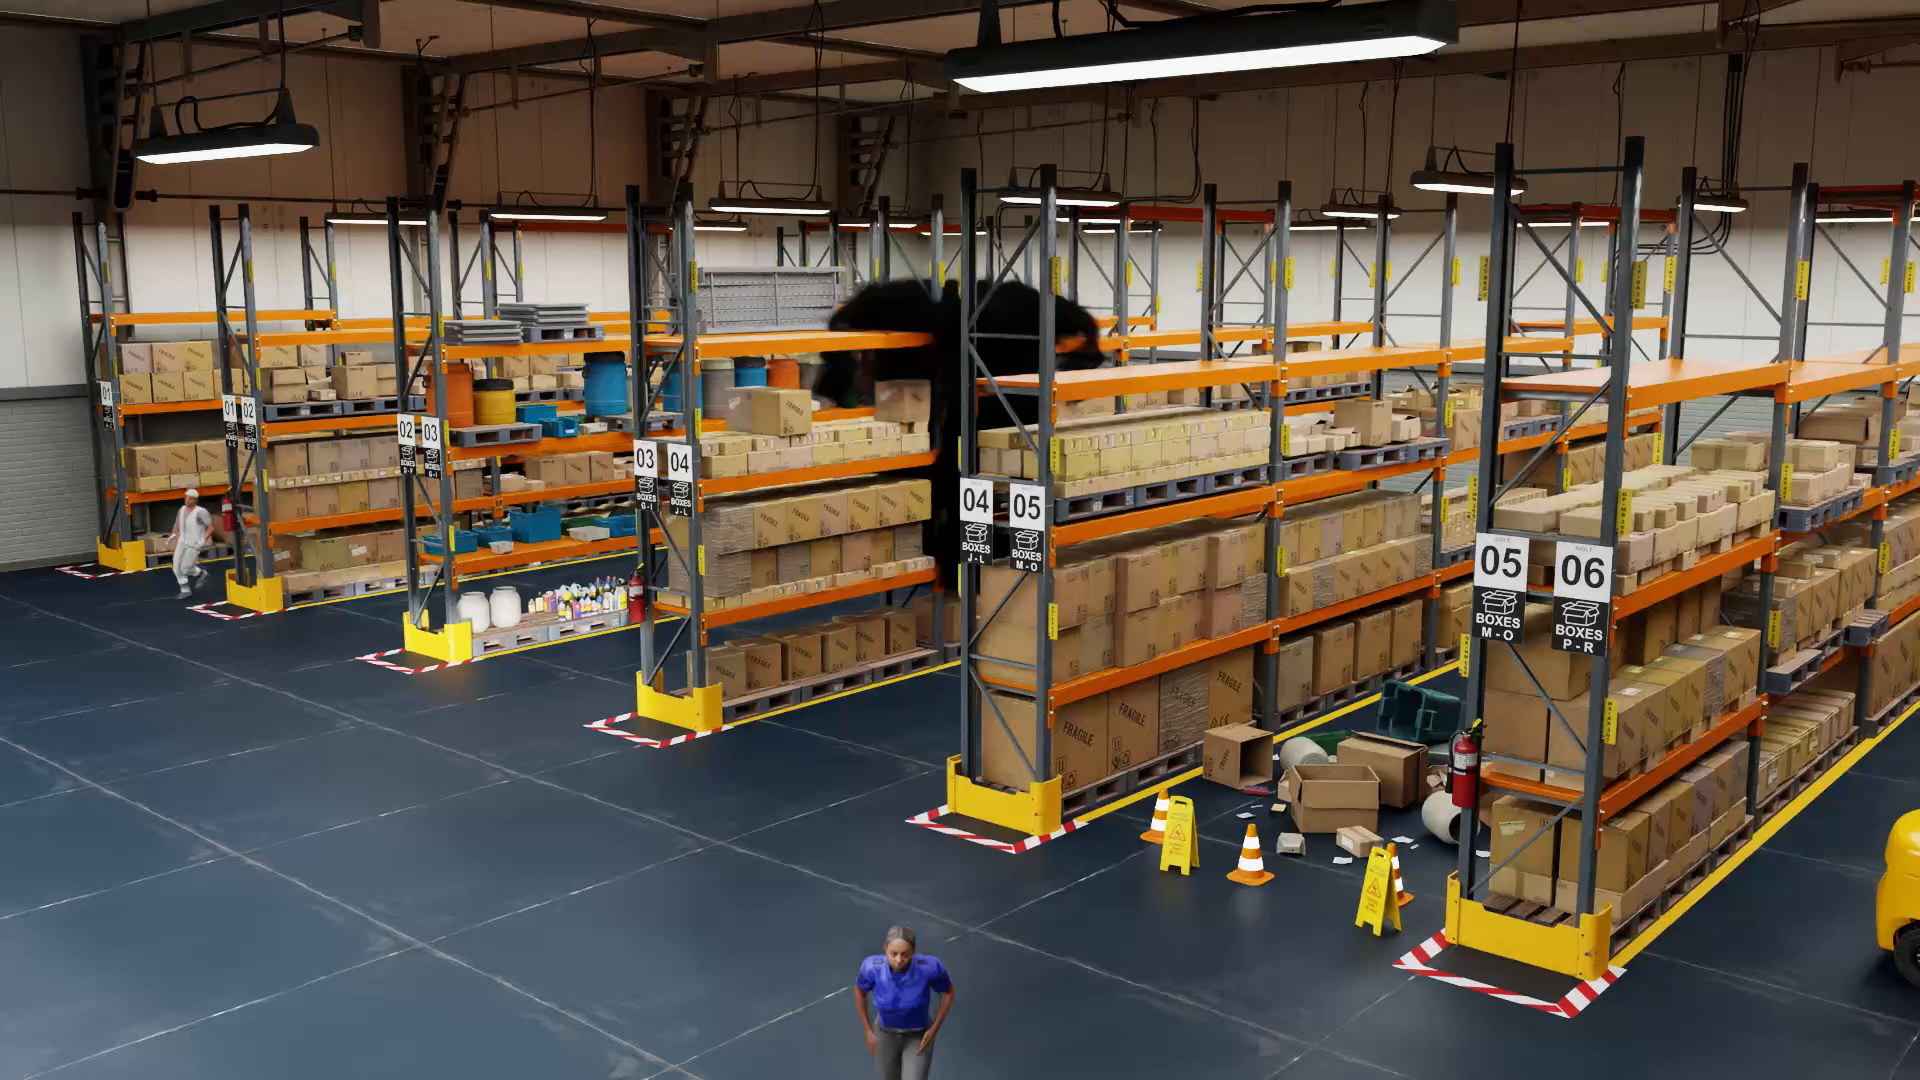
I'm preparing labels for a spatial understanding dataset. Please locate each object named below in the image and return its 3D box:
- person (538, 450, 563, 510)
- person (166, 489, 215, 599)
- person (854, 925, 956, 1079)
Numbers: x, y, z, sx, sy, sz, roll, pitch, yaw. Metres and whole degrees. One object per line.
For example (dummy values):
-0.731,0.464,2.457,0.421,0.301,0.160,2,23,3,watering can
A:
-7.650,-0.845,31.155,0.705,1.712,1.034,9,13,43,person
-11.898,0.057,25.800,0.702,1.729,0.573,4,10,20,person
-0.314,2.853,9.537,0.575,1.573,0.844,0,9,-2,person
